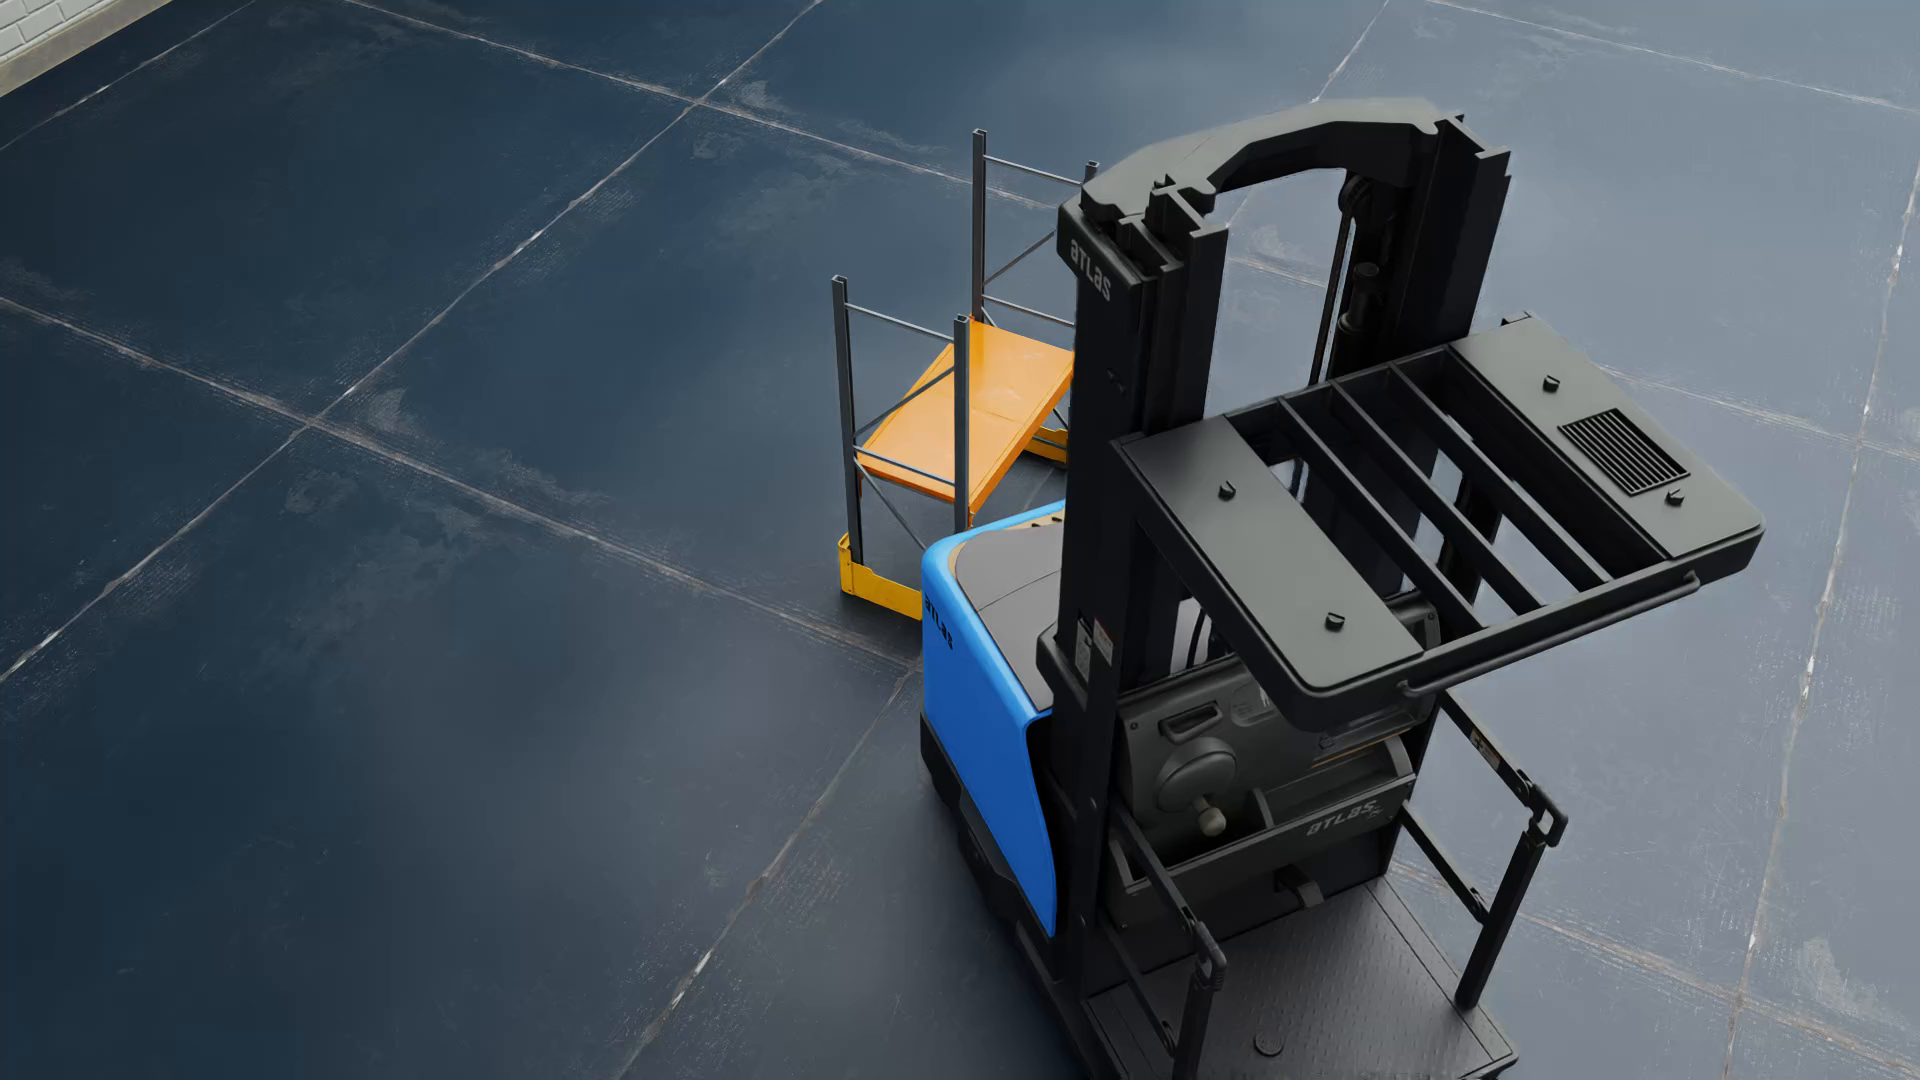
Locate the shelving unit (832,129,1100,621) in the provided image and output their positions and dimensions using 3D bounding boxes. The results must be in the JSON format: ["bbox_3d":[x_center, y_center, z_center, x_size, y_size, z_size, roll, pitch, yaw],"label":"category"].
[{"bbox_3d":[-3.512,4.133,1.400,0.587,1.800,16.366,20,49,19],"label":"shelving unit"}]

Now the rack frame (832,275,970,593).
[{"bbox_3d":[-0.196,-0.261,5.953,0.500,1.500,0.032,20,49,19],"label":"rack frame"}]

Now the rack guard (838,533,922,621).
[{"bbox_3d":[-0.196,0.178,6.398,0.587,0.250,0.087,20,49,19],"label":"rack guard"}]

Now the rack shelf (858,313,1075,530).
[{"bbox_3d":[0.040,-0.455,6.398,0.538,0.185,1.000,20,49,19],"label":"rack shelf"}]

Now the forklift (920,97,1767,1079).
[{"bbox_3d":[0.929,0.555,4.141,1.130,2.935,3.031,-18,48,-17],"label":"forklift"}]

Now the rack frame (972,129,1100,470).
[{"bbox_3d":[-3.523,4.133,1.400,0.520,1.800,16.358,20,49,19],"label":"rack frame"}]

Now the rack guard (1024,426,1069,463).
[{"bbox_3d":[0.267,-0.450,7.019,0.587,0.250,0.087,20,49,19],"label":"rack guard"}]
